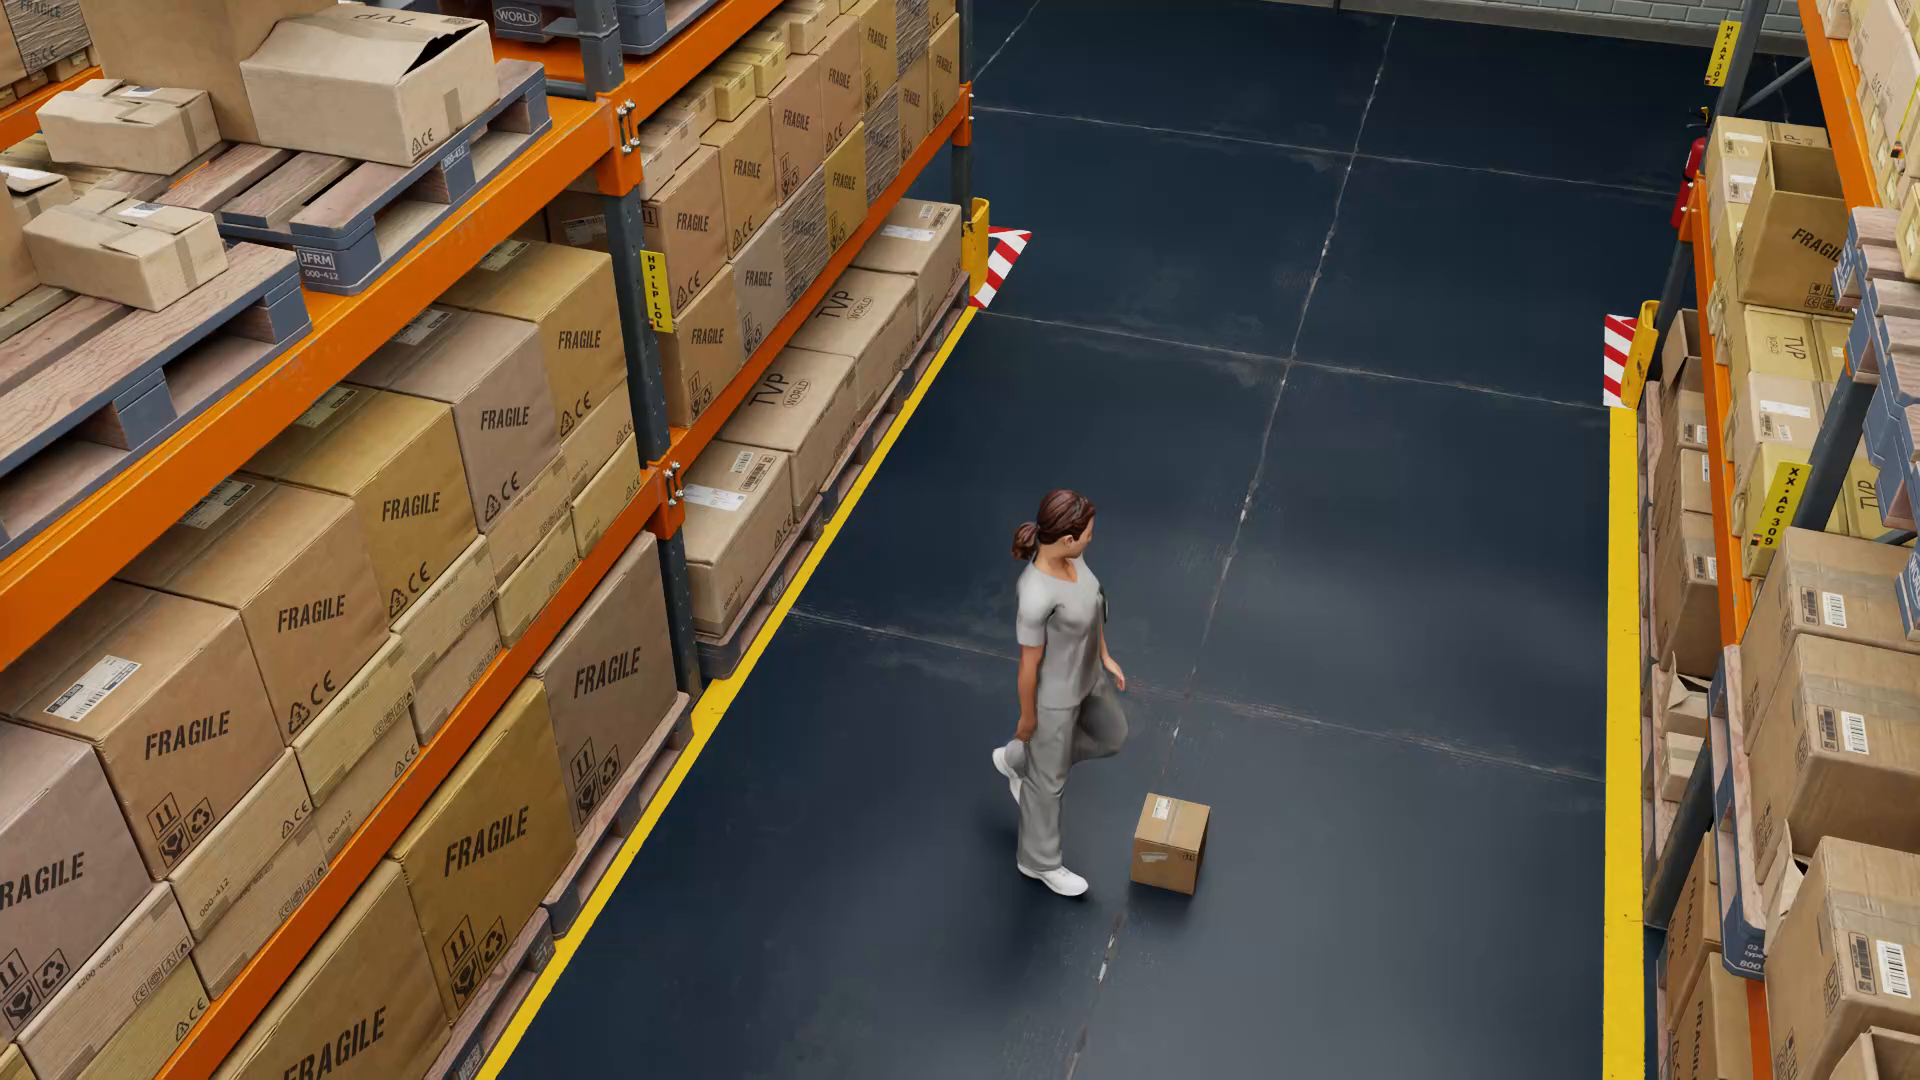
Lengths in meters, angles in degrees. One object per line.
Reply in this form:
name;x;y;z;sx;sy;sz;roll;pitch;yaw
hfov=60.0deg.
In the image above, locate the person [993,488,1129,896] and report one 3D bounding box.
person;0.340;0.537;6.178;0.532;1.666;0.486;16;40;20
